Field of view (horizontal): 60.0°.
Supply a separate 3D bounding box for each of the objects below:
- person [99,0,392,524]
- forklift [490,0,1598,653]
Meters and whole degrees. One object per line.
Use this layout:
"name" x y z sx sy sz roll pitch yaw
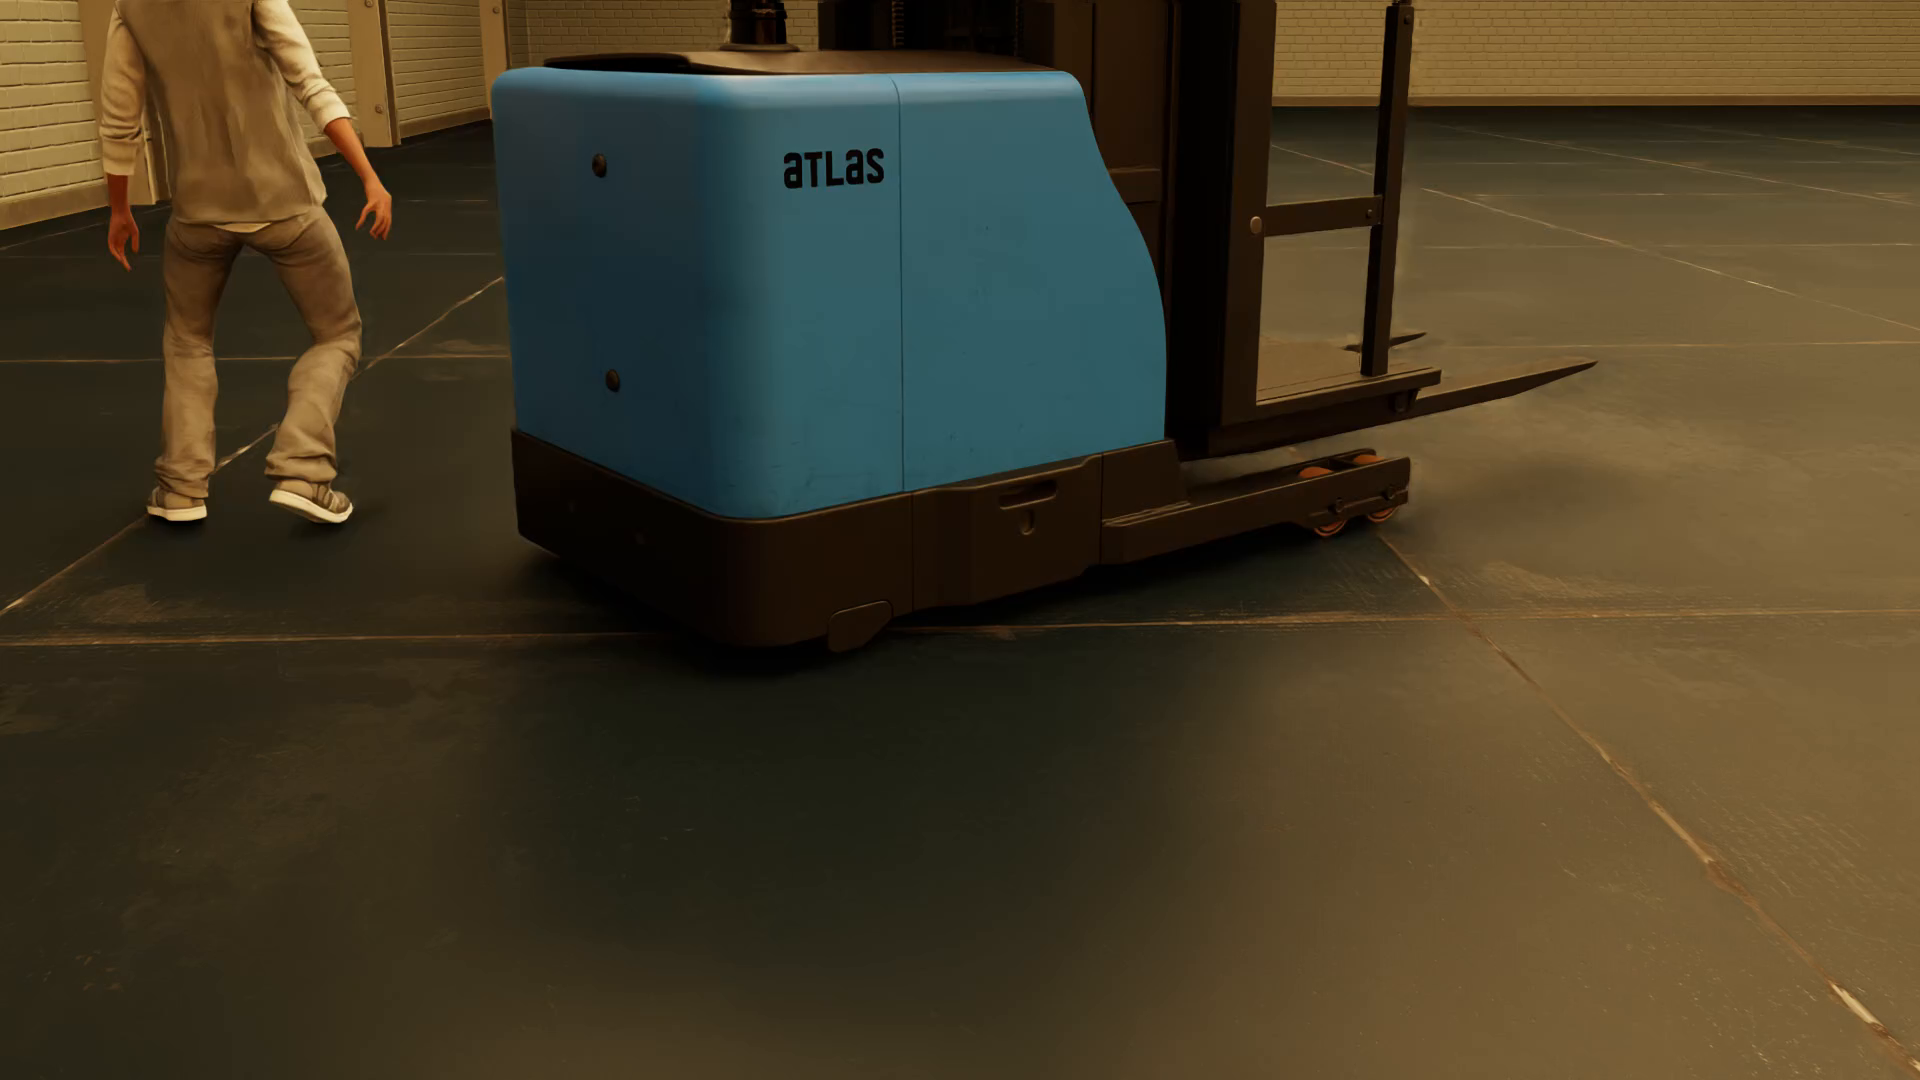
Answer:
"person" -1.673 -0.776 3.873 0.734 1.518 0.436 1 17 5
"forklift" 0.476 -1.518 3.869 3.031 2.935 1.130 -13 21 -36
